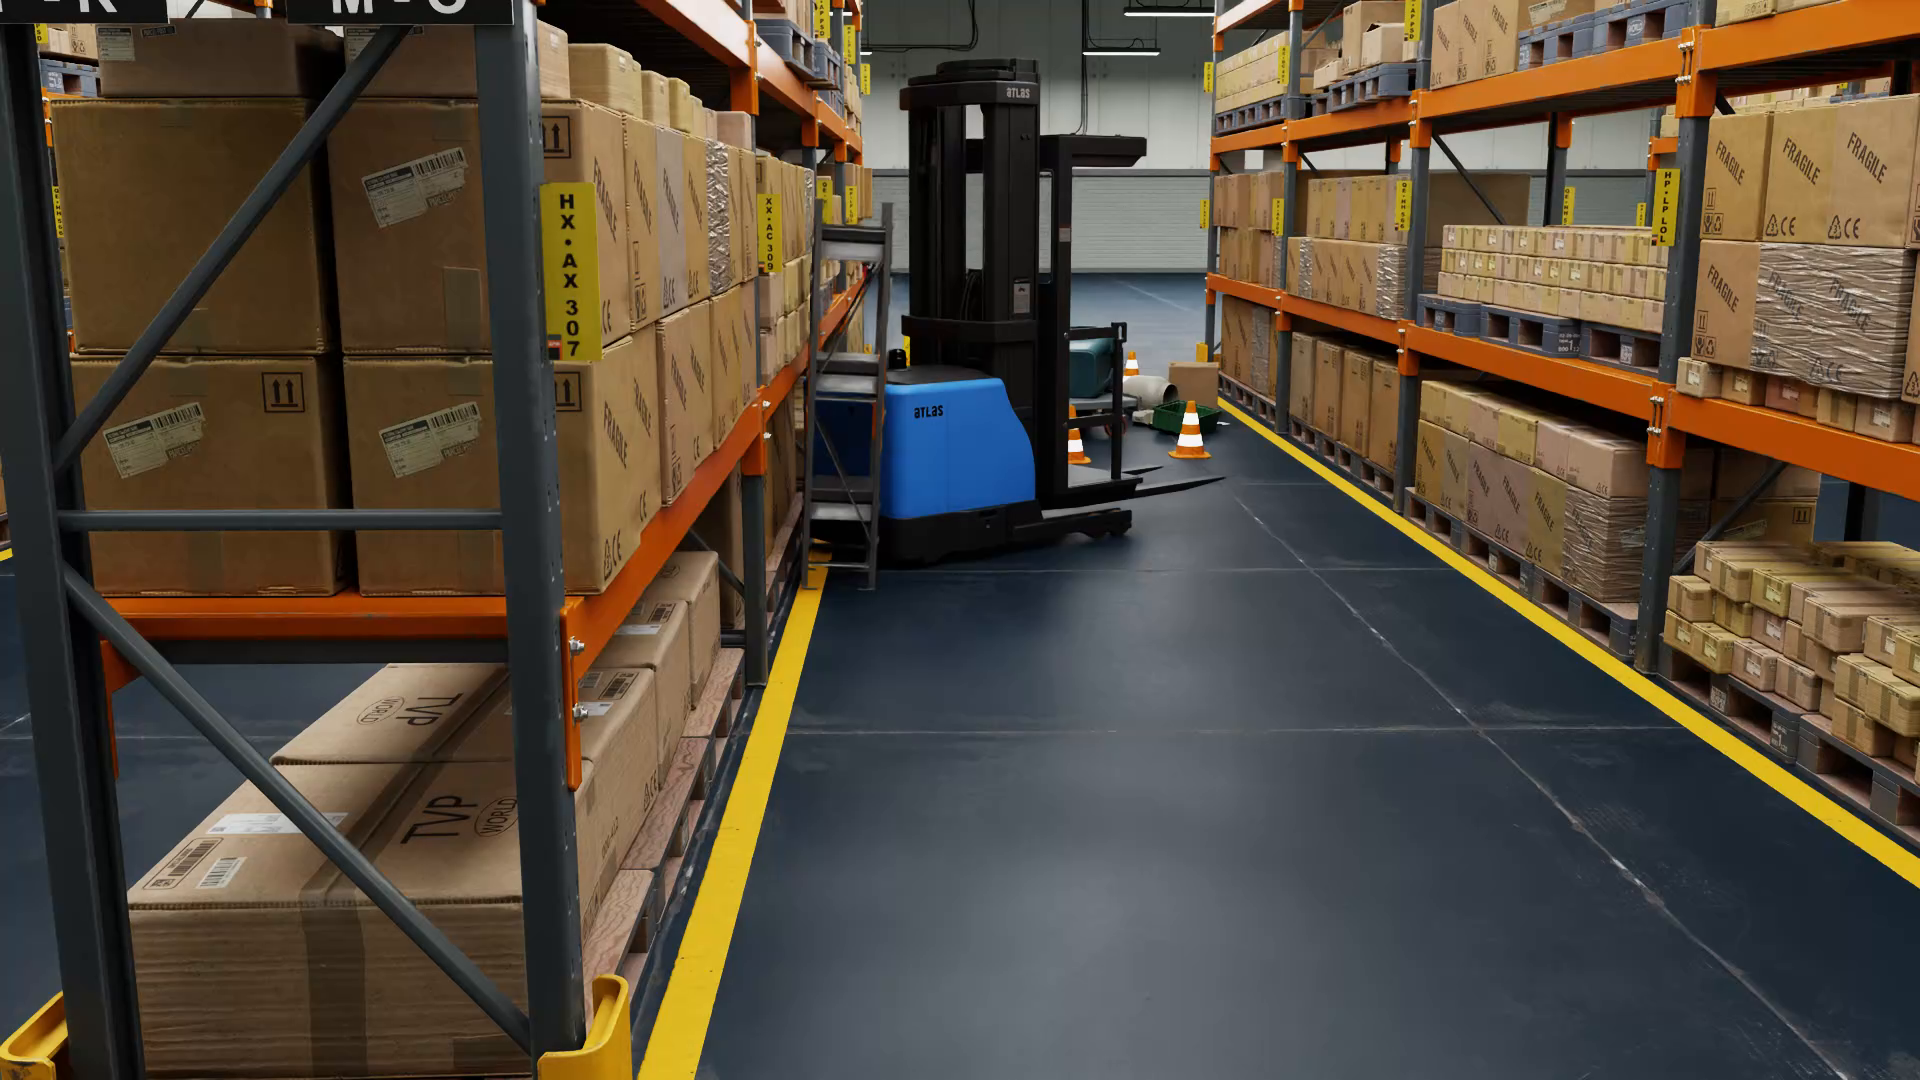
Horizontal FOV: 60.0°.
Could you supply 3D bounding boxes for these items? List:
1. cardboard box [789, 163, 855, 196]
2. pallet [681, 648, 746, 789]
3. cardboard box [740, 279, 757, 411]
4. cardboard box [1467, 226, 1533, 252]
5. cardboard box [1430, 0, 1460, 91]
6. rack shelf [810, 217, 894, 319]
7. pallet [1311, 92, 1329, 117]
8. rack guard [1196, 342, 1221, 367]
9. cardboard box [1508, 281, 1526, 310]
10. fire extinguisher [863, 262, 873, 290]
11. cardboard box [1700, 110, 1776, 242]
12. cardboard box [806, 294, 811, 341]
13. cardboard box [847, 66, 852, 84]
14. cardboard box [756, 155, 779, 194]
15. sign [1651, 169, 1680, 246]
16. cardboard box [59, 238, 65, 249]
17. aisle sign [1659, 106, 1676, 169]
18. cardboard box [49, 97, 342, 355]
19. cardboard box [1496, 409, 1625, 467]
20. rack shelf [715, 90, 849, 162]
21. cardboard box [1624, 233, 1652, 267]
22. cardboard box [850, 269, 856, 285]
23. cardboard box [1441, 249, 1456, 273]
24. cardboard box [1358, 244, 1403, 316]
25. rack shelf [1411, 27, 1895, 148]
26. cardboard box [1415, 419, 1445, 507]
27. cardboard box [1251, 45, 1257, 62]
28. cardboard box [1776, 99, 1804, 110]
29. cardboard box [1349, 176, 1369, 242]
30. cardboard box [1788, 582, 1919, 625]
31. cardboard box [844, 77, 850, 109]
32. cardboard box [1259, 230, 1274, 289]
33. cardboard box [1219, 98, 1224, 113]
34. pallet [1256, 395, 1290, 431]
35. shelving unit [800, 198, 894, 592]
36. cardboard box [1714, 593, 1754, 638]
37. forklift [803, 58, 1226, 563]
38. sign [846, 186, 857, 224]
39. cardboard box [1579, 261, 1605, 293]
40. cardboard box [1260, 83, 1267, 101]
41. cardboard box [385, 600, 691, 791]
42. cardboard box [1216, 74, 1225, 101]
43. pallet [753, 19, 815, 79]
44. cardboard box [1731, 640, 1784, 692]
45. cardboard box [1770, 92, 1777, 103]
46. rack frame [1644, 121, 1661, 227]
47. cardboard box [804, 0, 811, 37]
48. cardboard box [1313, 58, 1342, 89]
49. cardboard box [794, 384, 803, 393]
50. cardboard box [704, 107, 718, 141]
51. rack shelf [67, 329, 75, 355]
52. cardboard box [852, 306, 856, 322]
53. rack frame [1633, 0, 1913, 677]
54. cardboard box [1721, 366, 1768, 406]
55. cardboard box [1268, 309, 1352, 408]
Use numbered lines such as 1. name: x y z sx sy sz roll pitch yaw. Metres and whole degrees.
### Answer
1. cardboard box: -1.314 -3.189 15.220 0.700 0.500 0.500 0 11 -2
2. pallet: -1.419 0.692 6.616 1.003 0.211 1.213 0 11 -1
3. cardboard box: -1.091 -0.784 6.626 0.500 0.500 0.500 0 11 -1
4. cardboard box: 3.332 -1.841 10.167 0.380 0.149 0.250 0 11 -1
5. cardboard box: 3.253 -3.066 10.331 0.500 0.500 0.500 0 11 -1
6. rack shelf: -0.593 -1.472 9.023 0.431 0.518 0.480 2 11 -6
7. pallet: 3.493 -3.651 13.946 0.805 0.209 1.217 -1 11 -3
8. rack guard: 3.342 -2.031 19.314 1.175 0.500 0.348 0 11 -1
9. cardboard box: 3.345 -1.391 9.445 0.380 0.149 0.250 0 11 0
10. fire extinguisher: -1.146 -3.198 18.972 0.296 0.674 0.183 0 11 -1
11. cardboard box: 3.356 -1.460 6.698 0.500 0.500 0.500 0 11 0
12. cardboard box: -1.143 -1.346 10.029 0.500 0.250 0.500 0 11 0
13. cardboard box: -1.212 -4.374 15.657 0.380 0.149 0.250 0 11 -2
14. cardboard box: -1.078 -1.453 7.413 0.500 0.500 0.500 0 11 0
15. sign: 3.036 -1.431 7.154 0.100 0.325 0.005 0 11 -1
16. cardboard box: -6.114 -2.031 11.144 0.380 0.149 0.250 0 11 1
17. aisle sign: 8.002 -4.537 18.840 0.394 0.787 0.004 0 11 -1
18. cardboard box: -1.522 -0.665 3.524 0.500 0.500 0.500 0 11 1
19. cardboard box: 3.300 -0.569 9.163 0.500 0.250 0.500 -1 11 -4
20. rack shelf: -1.481 -3.136 12.737 1.077 0.370 4.000 0 11 -1
21. cardboard box: 3.381 -1.373 7.861 0.380 0.149 0.250 -1 11 -3
22. cardboard box: -1.225 -2.611 16.517 0.380 0.149 0.250 0 11 -1
23. cardboard box: 3.317 -1.793 10.680 0.380 0.149 0.250 0 11 1
24. cardboard box: 3.221 -1.898 12.118 0.500 0.500 0.500 0 11 -1
25. rack shelf: 3.549 -2.381 9.017 1.077 0.370 4.000 0 11 -1
26. cardboard box: 3.267 -0.500 10.712 0.500 0.500 0.500 -1 11 -4
27. cardboard box: 3.073 -4.771 16.307 0.380 0.149 0.250 0 11 -2
28. cardboard box: 8.115 -4.047 15.794 0.500 0.250 0.500 0 11 0
29. cardboard box: 3.473 -2.594 13.033 0.700 0.500 0.500 0 11 -2
30. cardboard box: 3.419 0.260 6.352 0.380 0.149 0.250 -1 11 -3
31. cardboard box: -1.257 -4.047 15.047 0.500 0.250 0.500 0 11 -2
32. cardboard box: 3.371 -2.712 16.008 0.875 0.550 0.550 0 11 -1
33. cardboard box: 3.035 -4.733 18.125 0.380 0.149 0.250 0 11 -1
34. pallet: 3.488 -1.241 16.147 1.003 0.211 1.213 0 11 -1
35. shelving unit: -0.633 -0.801 9.159 0.431 2.100 0.503 2 11 -6
36. cardboard box: 3.373 0.303 6.889 0.380 0.149 0.250 0 11 -1
37. forklift: 0.482 -1.516 10.660 3.031 2.935 1.130 -9 15 -39
38. sign: -0.967 -2.986 14.823 0.100 0.325 0.005 0 11 -1
39. cardboard box: 3.366 -1.329 8.393 0.380 0.149 0.250 -1 11 -3
40. cardboard box: 3.080 -4.282 15.899 0.380 0.149 0.250 0 11 -1
41. cardboard box: -1.432 0.527 5.804 0.875 0.438 0.875 -1 11 -3
42. cardboard box: 3.096 -4.952 18.200 0.500 0.250 0.500 0 11 -1
43. pallet: -1.347 -2.648 8.999 1.003 0.211 1.213 0 11 1
44. cardboard box: 3.339 0.501 6.659 0.380 0.149 0.250 0 11 -1
45. cardboard box: 8.122 -4.321 16.146 0.380 0.149 0.250 0 11 1
46. rack frame: 8.303 -3.252 19.044 1.000 3.000 0.127 0 11 -1
47. cardboard box: -1.229 -3.150 9.688 0.700 0.500 0.500 -1 11 -4
48. cardboard box: 3.188 -3.994 14.190 0.258 0.266 0.396 0 11 -2
49. cardboard box: -1.490 -1.087 13.925 0.950 0.372 0.625 0 11 2
50. cardboard box: -1.135 -1.570 6.355 0.380 0.149 0.250 0 11 0
51. rack shelf: -6.443 -1.645 12.931 1.077 0.370 4.000 0 11 -1
52. cardboard box: -1.219 -2.205 16.227 0.380 0.149 0.250 0 11 1
53. rack frame: 3.590 -0.866 7.284 1.000 3.000 0.127 0 11 -1
54. cardboard box: 3.349 -0.634 6.774 0.380 0.149 0.250 0 11 1
55. cardboard box: 3.482 -1.746 15.910 0.875 0.875 0.875 0 11 0
